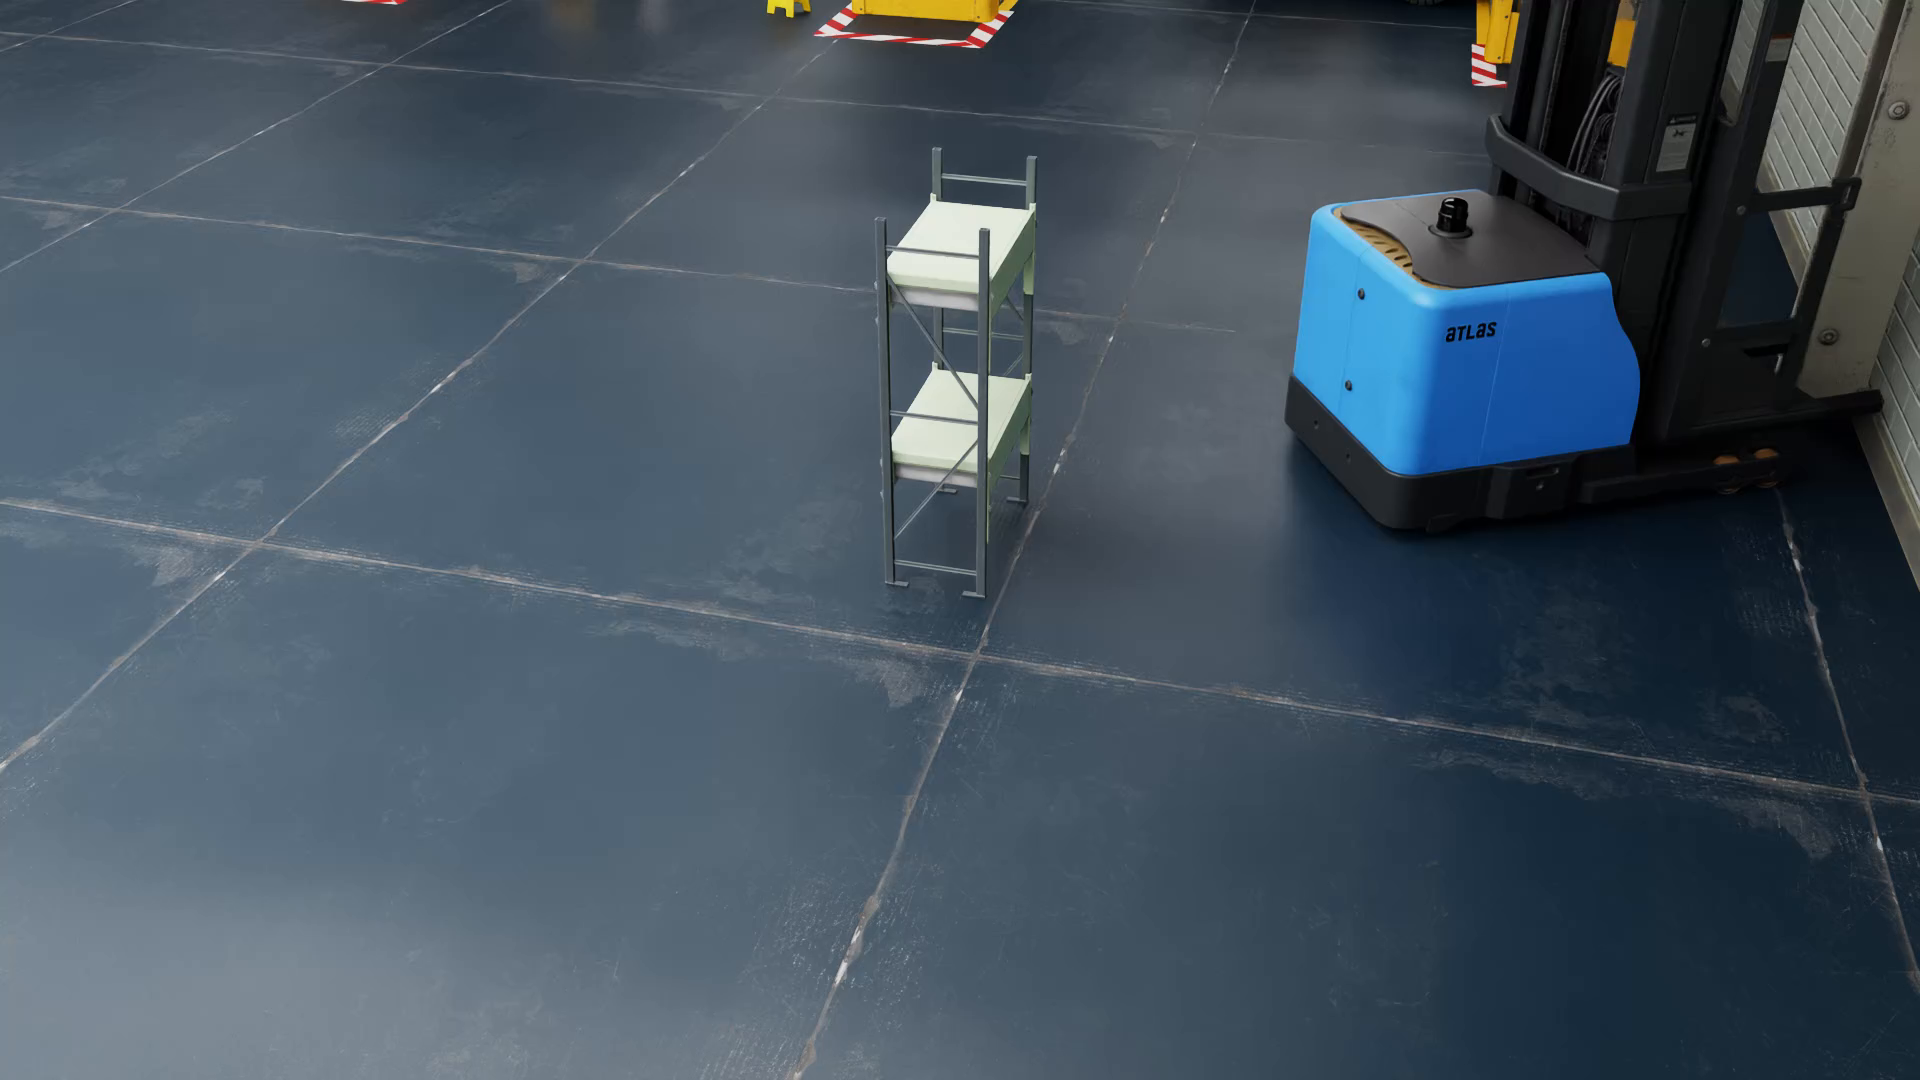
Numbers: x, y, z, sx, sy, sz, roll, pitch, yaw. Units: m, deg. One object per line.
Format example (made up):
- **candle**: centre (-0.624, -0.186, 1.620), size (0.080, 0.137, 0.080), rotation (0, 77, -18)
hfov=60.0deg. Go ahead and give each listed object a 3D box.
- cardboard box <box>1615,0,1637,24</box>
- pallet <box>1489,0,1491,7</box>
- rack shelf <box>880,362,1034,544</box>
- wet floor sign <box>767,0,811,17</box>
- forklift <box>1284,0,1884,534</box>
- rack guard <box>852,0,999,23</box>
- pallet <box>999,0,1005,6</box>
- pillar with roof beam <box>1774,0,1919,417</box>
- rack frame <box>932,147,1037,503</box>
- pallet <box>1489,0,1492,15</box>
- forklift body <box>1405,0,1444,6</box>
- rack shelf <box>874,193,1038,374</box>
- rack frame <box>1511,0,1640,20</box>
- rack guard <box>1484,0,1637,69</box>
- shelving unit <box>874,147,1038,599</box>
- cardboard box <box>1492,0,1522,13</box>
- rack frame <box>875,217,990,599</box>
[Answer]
- **cardboard box**: centre (4.814, -4.071, 12.529), size (0.500, 0.250, 0.500), rotation (8, 33, 13)
- **pallet**: centre (4.966, -4.683, 13.919), size (1.003, 0.211, 1.213), rotation (8, 33, 12)
- **rack shelf**: centre (-0.002, -0.354, 6.517), size (0.431, 0.370, 0.720), rotation (8, 33, 12)
- **wet floor sign**: centre (-1.385, -4.553, 13.310), size (0.267, 0.644, 0.232), rotation (20, 38, 29)
- **forklift**: centre (3.029, -1.695, 6.684), size (3.031, 2.935, 1.130), rotation (-8, 33, -13)
- **rack guard**: centre (-0.283, -4.484, 13.337), size (1.175, 0.500, 0.348), rotation (8, 33, 12)
- **pallet**: centre (-0.042, -4.779, 14.071), size (1.003, 0.211, 1.213), rotation (8, 33, 12)
- **pillar with roof beam**: centre (-0.138, -5.068, 6.335), size (9.100, 9.000, 0.400), rotation (8, 33, 12)
- **rack frame**: centre (0.091, -0.819, 6.641), size (0.400, 1.500, 0.023), rotation (8, 33, 12)
- **pallet**: centre (4.654, -4.051, 12.926), size (1.003, 0.211, 1.213), rotation (8, 33, 12)
- **forklift body**: centre (3.217, -5.700, 13.711), size (2.313, 2.155, 1.214), rotation (8, 33, 12)
- **rack shelf**: centre (-0.002, -0.959, 6.133), size (0.431, 0.370, 0.720), rotation (8, 33, 12)
- **rack frame**: centre (4.500, -4.826, 11.545), size (1.000, 3.000, 0.127), rotation (8, 33, 12)
- **rack guard**: centre (4.494, -3.758, 12.196), size (1.175, 0.500, 0.348), rotation (8, 33, 12)
- **shelving unit**: centre (-0.002, -0.629, 6.342), size (0.431, 1.500, 0.755), rotation (8, 33, 12)
- **cardboard box**: centre (4.314, -4.129, 12.621), size (0.500, 0.250, 0.500), rotation (8, 33, 13)
- **rack frame**: centre (-0.095, -0.440, 6.043), size (0.400, 1.500, 0.023), rotation (8, 33, 12)
